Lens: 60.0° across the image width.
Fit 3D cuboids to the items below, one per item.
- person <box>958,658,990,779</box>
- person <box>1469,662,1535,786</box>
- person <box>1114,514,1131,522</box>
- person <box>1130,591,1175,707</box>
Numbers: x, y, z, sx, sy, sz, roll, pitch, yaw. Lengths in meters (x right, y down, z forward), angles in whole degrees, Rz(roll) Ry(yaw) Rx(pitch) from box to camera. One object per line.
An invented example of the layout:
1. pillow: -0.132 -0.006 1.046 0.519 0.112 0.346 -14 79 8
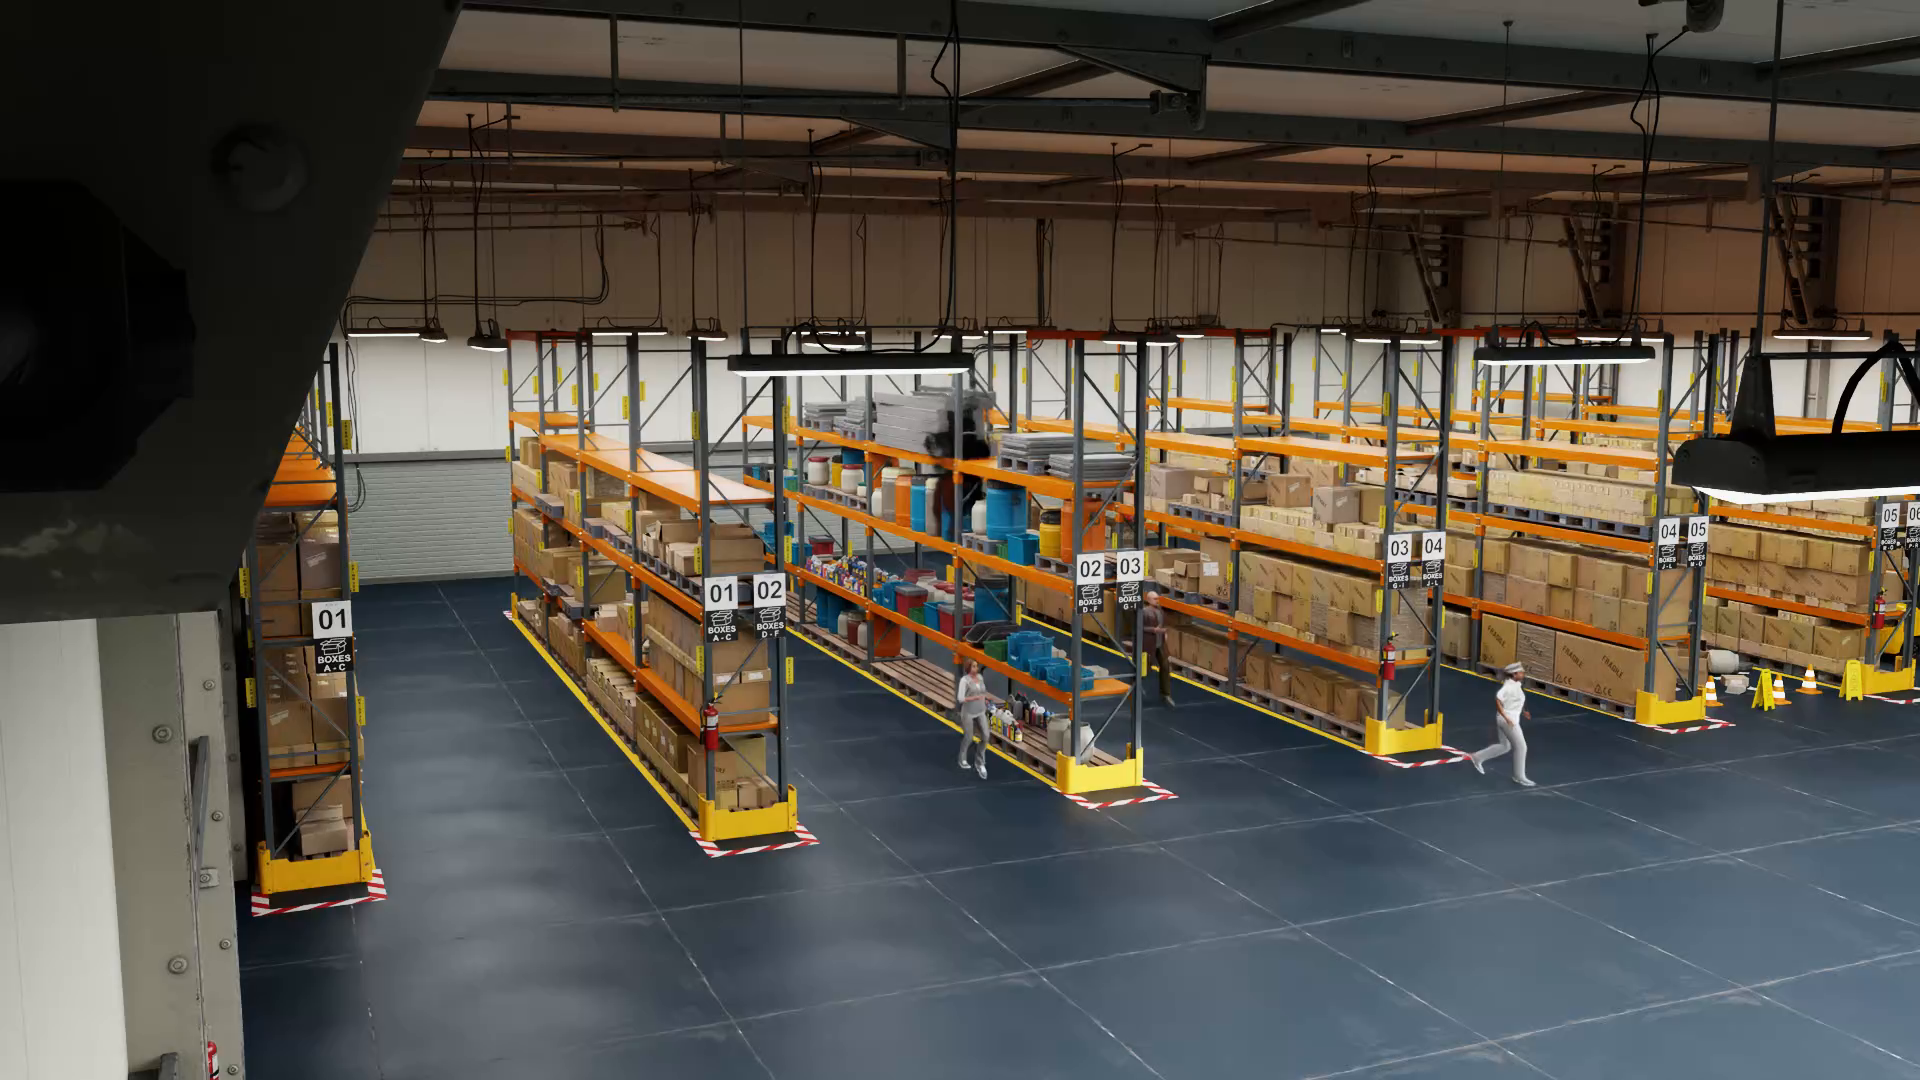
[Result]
1. person: 0.187 2.415 22.640 0.514 1.639 0.666 -4 9 -29
2. person: 7.380 2.463 22.515 0.837 1.691 0.558 3 8 18
3. person: 3.943 -0.085 41.026 0.877 1.689 0.708 -5 9 -33
4. person: 3.102 1.733 26.919 0.697 1.831 0.966 -5 9 -32
